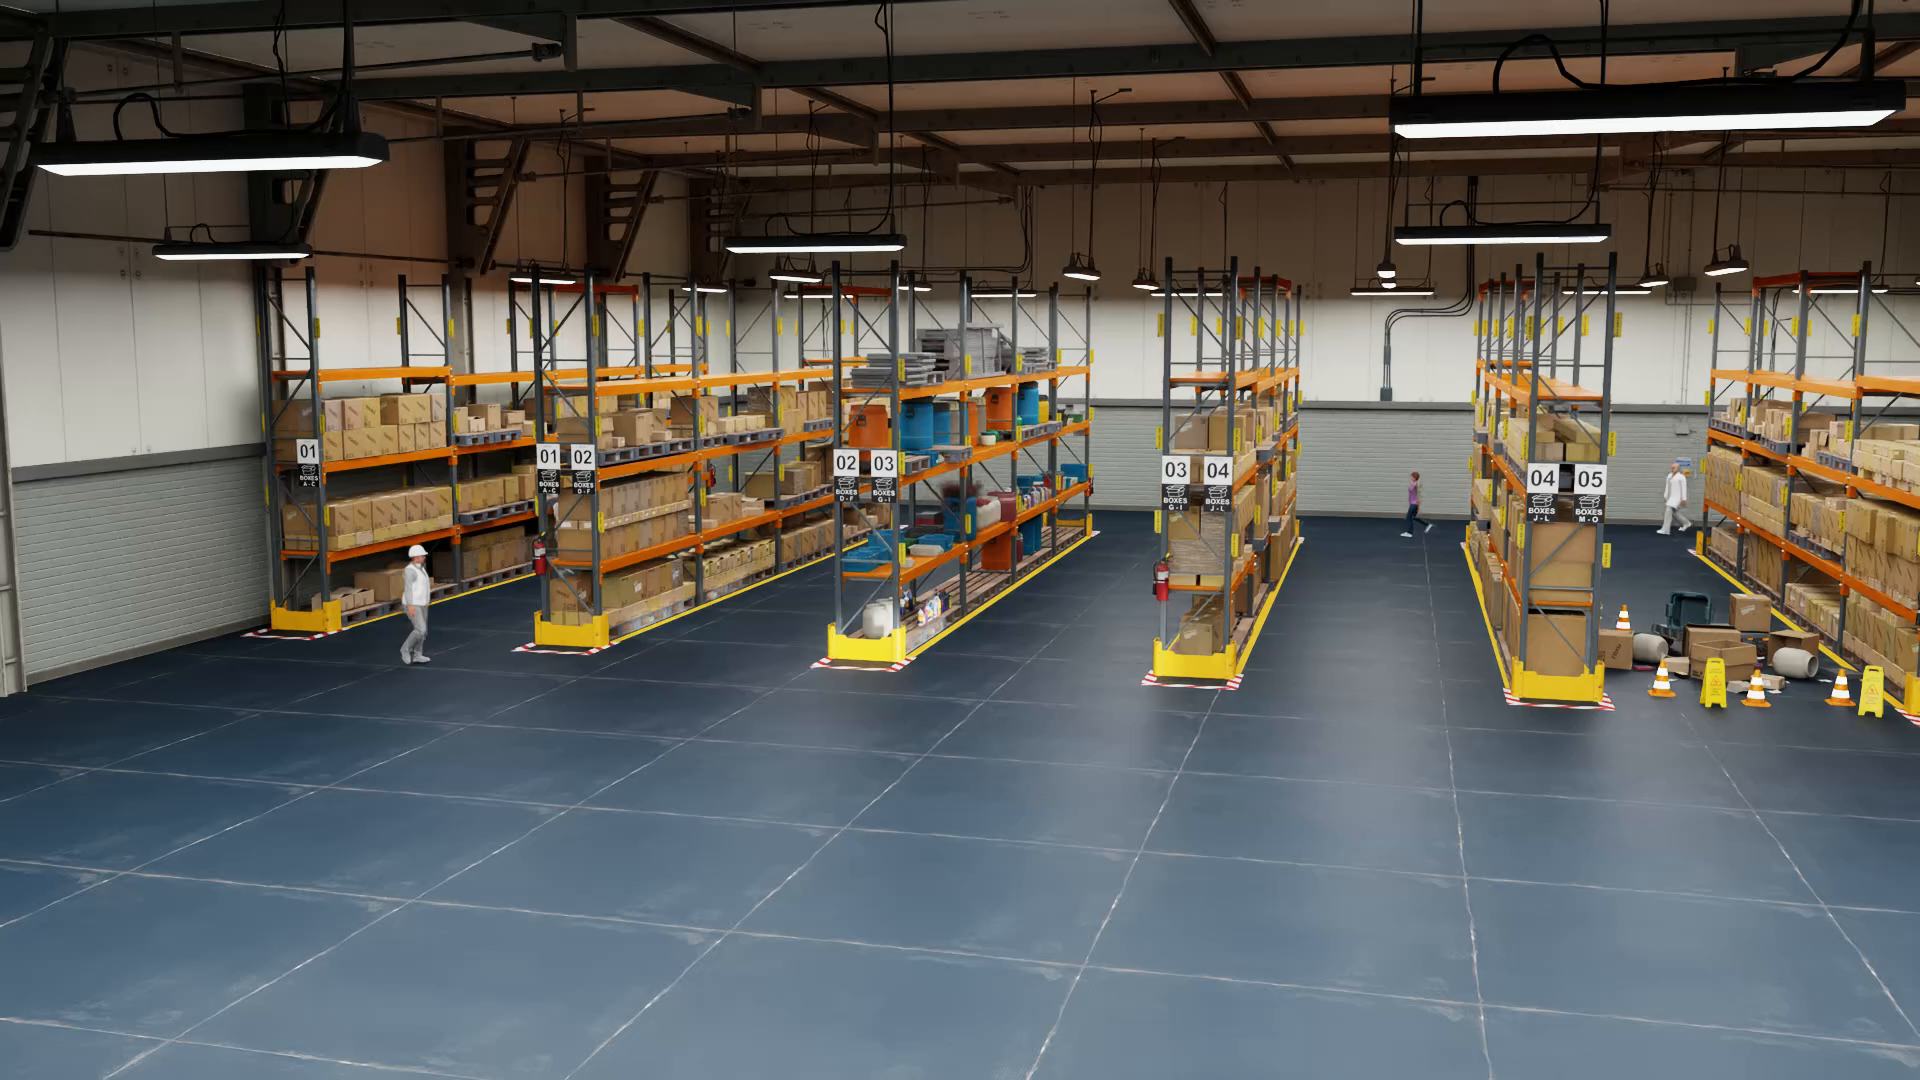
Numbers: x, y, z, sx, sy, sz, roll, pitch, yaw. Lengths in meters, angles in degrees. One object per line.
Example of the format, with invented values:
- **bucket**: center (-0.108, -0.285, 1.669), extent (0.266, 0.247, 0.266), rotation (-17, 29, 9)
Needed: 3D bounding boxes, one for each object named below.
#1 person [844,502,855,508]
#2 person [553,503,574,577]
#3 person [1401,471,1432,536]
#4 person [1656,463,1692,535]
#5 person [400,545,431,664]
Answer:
- **person**: center (-2.938, -1.345, 43.154), extent (0.496, 1.723, 0.558), rotation (1, 7, 9)
- **person**: center (-8.013, -0.152, 33.657), extent (0.581, 1.774, 0.486), rotation (5, 9, 33)
- **person**: center (11.013, -0.869, 40.036), extent (0.755, 1.569, 0.401), rotation (1, 7, 8)
- **person**: center (17.445, -1.011, 40.531), extent (1.079, 1.737, 0.561), rotation (-2, 7, -13)
- **person**: center (-8.138, 0.958, 24.867), extent (0.461, 1.771, 0.560), rotation (1, 7, 10)
